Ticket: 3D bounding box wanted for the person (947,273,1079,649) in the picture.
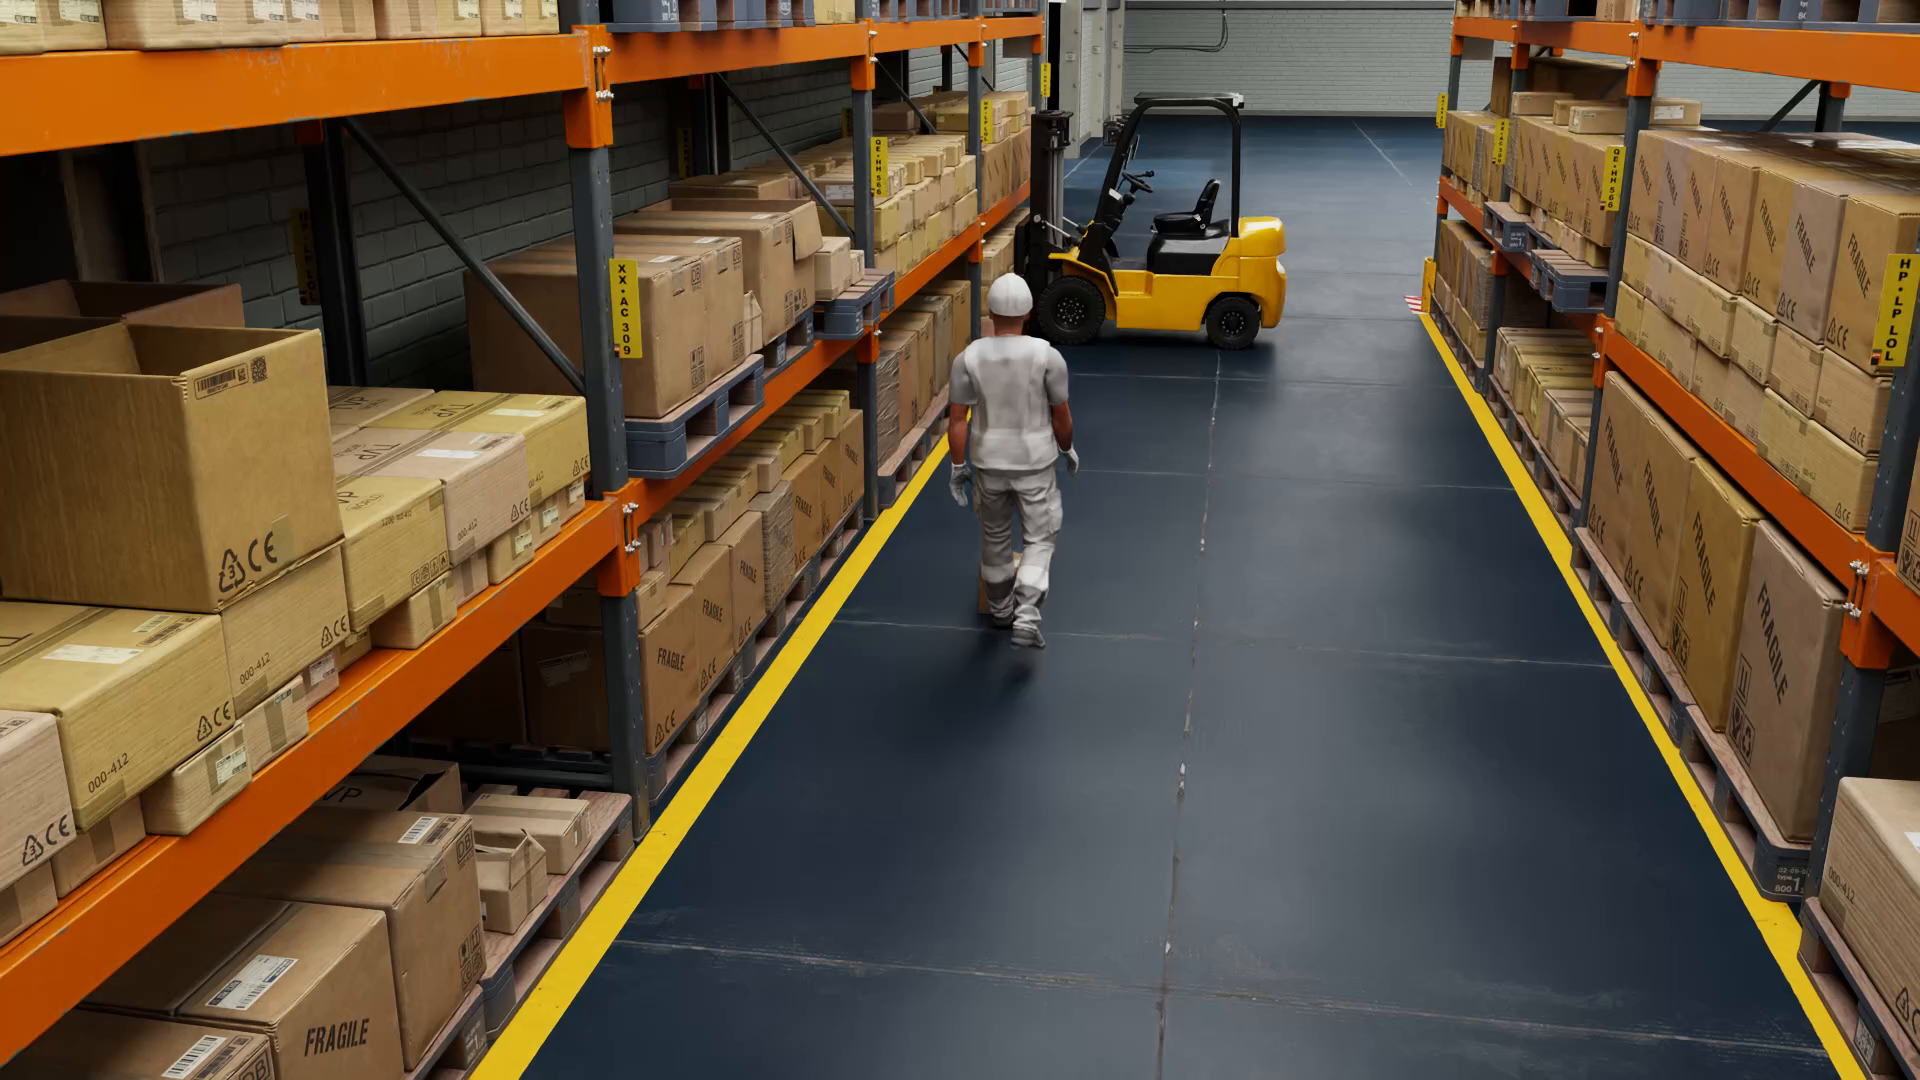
[{"bbox_3d":[0.252,-0.360,7.640,0.556,1.760,0.912,4,18,13],"label":"person"}]
